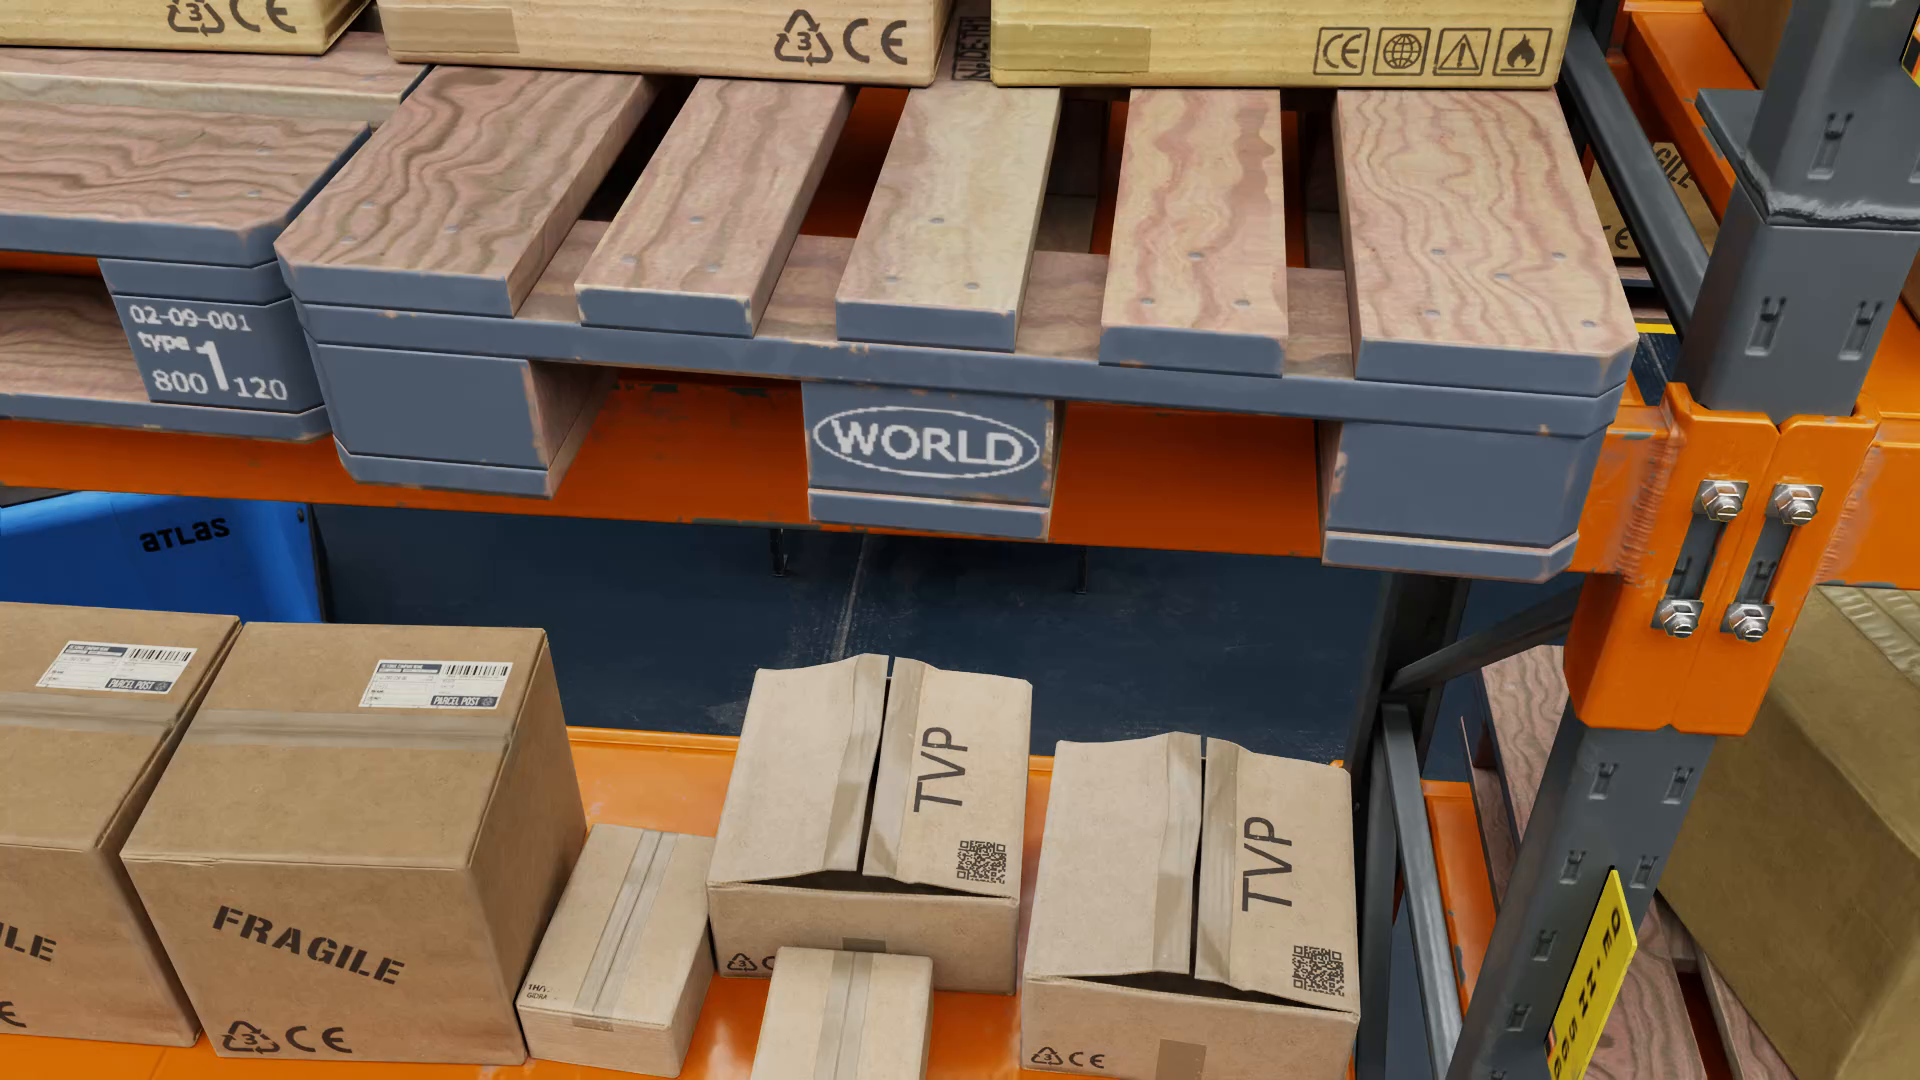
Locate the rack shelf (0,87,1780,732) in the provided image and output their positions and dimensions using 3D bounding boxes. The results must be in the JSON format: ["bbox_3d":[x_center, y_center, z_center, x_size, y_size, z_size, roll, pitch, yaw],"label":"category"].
[{"bbox_3d":[-1.256,-0.387,2.043,4.000,0.370,1.077,3,39,4],"label":"rack shelf"}]

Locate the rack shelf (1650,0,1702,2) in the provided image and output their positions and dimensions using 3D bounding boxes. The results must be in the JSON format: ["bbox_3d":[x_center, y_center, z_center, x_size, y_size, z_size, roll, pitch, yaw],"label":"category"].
[{"bbox_3d":[3.153,-2.121,6.550,4.000,0.370,1.077,3,39,4],"label":"rack shelf"}]

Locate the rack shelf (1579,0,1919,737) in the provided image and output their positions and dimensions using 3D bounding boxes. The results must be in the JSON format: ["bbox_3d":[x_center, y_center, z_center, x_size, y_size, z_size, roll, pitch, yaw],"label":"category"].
[{"bbox_3d":[2.729,-0.169,1.775,4.000,0.370,1.077,3,39,4],"label":"rack shelf"}]

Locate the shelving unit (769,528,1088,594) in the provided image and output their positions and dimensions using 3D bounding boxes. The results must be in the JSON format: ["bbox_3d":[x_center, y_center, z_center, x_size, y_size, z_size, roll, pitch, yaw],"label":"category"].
[{"bbox_3d":[-0.085,-0.586,5.282,1.048,1.500,0.538,3,39,4],"label":"shelving unit"}]

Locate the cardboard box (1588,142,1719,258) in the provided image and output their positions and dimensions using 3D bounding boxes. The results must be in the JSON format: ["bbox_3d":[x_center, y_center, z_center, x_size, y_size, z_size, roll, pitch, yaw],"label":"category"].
[{"bbox_3d":[2.754,-1.664,6.788,0.750,0.750,0.750,3,39,4],"label":"cardboard box"}]

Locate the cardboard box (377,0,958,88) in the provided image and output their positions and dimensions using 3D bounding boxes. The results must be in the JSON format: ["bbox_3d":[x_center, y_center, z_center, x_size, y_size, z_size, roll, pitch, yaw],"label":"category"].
[{"bbox_3d":[-0.244,-0.668,1.605,0.500,0.250,0.500,4,39,5],"label":"cardboard box"}]

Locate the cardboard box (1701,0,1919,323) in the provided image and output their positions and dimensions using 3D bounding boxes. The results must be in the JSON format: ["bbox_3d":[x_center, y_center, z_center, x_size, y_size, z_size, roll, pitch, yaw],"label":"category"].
[{"bbox_3d":[1.174,-0.593,1.647,0.500,0.500,0.910,3,39,4],"label":"cardboard box"}]

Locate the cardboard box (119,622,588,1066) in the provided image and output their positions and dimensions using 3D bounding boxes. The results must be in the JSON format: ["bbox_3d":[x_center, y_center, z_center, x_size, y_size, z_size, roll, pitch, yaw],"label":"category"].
[{"bbox_3d":[-0.937,0.487,2.697,0.500,0.500,0.500,1,39,1],"label":"cardboard box"}]

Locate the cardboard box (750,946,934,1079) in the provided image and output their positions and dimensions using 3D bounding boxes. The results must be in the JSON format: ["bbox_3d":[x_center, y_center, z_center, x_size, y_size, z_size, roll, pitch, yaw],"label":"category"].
[{"bbox_3d":[-0.183,0.829,2.555,0.250,0.149,0.380,3,39,4],"label":"cardboard box"}]

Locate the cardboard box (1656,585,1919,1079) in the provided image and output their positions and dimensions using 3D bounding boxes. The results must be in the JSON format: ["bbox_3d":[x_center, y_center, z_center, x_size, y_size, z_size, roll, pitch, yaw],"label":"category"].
[{"bbox_3d":[1.374,0.368,2.510,0.500,0.500,0.700,-9,40,-11],"label":"cardboard box"}]

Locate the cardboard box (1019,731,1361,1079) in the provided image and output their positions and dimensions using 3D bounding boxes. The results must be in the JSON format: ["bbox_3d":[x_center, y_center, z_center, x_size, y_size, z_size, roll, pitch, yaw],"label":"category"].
[{"bbox_3d":[0.378,0.594,2.715,0.500,0.311,0.500,5,39,7],"label":"cardboard box"}]

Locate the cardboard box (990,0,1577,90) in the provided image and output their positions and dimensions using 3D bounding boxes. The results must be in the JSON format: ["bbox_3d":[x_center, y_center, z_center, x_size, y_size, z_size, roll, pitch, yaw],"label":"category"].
[{"bbox_3d":[0.280,-0.651,1.583,0.500,0.250,0.500,0,39,1],"label":"cardboard box"}]

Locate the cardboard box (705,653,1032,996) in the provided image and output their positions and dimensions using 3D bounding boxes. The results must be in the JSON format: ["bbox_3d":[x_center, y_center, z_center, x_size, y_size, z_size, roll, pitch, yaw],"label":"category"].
[{"bbox_3d":[-0.138,0.471,2.866,0.500,0.311,0.500,3,39,3],"label":"cardboard box"}]

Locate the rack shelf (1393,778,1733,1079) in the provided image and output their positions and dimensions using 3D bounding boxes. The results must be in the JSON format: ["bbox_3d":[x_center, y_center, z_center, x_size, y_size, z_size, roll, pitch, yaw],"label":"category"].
[{"bbox_3d":[2.729,0.994,2.722,4.000,0.370,1.077,3,39,4],"label":"rack shelf"}]

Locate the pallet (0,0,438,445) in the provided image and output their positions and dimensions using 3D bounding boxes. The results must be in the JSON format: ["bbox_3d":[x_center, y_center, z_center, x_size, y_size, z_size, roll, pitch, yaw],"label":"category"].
[{"bbox_3d":[-1.062,-0.523,1.790,1.213,0.211,1.003,5,39,6],"label":"pallet"}]

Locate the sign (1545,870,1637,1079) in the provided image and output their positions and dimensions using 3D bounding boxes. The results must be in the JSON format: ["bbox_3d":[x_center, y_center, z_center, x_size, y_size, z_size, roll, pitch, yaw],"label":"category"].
[{"bbox_3d":[0.692,0.507,1.834,0.005,0.325,0.100,3,39,4],"label":"sign"}]

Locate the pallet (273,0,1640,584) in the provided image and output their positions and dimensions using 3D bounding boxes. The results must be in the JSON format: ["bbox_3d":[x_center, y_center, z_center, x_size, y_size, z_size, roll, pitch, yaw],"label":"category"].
[{"bbox_3d":[0.053,-0.464,1.718,1.003,0.211,1.213,5,39,6],"label":"pallet"}]

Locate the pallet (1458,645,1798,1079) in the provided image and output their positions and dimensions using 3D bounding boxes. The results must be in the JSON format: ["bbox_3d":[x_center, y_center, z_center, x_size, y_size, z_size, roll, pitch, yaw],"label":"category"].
[{"bbox_3d":[1.418,0.674,2.698,1.003,0.211,1.213,3,39,4],"label":"pallet"}]

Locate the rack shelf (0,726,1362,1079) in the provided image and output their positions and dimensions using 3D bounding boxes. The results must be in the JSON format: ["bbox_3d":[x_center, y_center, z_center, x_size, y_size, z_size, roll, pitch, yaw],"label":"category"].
[{"bbox_3d":[-1.256,0.777,2.990,4.000,0.370,1.077,3,39,4],"label":"rack shelf"}]

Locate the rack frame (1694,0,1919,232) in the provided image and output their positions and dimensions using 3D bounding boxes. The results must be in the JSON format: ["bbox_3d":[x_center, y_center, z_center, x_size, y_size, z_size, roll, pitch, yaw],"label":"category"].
[{"bbox_3d":[0.737,-1.720,0.735,0.127,3.000,1.000,3,39,4],"label":"rack frame"}]

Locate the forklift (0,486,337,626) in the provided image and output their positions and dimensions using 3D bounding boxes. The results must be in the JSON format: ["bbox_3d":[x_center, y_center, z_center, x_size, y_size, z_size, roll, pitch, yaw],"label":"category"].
[{"bbox_3d":[-3.389,-0.449,3.980,3.031,2.935,1.130,-14,41,-16],"label":"forklift"}]

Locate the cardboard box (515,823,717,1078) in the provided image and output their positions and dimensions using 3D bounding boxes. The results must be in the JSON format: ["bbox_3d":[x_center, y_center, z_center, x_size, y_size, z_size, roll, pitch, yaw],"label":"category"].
[{"bbox_3d":[-0.539,0.670,2.750,0.250,0.149,0.380,6,40,7],"label":"cardboard box"}]

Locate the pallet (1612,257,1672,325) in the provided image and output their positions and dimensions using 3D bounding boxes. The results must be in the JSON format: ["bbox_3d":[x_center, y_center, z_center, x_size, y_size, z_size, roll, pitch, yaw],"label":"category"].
[{"bbox_3d":[3.151,-1.269,7.142,1.213,0.211,1.003,3,39,4],"label":"pallet"}]

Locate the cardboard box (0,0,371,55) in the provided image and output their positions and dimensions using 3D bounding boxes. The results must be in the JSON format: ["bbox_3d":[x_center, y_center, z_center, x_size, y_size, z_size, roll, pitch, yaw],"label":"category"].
[{"bbox_3d":[-0.813,-0.706,1.652,0.500,0.250,0.500,2,39,3],"label":"cardboard box"}]

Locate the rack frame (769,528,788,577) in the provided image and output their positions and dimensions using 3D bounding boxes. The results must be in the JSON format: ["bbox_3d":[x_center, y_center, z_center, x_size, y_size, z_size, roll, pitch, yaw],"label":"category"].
[{"bbox_3d":[-0.591,-0.614,5.316,0.032,1.500,0.500,3,39,4],"label":"rack frame"}]

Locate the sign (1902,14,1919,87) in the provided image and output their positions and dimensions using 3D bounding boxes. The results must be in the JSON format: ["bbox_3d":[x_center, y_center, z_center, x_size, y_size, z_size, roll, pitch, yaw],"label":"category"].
[{"bbox_3d":[0.681,-0.439,1.065,0.005,0.325,0.100,3,39,4],"label":"sign"}]

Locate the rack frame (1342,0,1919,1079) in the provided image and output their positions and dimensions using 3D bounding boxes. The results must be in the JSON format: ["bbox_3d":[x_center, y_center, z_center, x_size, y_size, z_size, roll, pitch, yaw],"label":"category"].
[{"bbox_3d":[0.737,0.607,2.629,0.127,3.000,1.000,3,39,4],"label":"rack frame"}]

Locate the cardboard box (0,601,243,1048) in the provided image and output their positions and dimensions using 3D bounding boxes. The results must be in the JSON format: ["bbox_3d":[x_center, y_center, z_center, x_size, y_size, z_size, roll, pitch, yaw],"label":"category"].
[{"bbox_3d":[-1.461,0.458,2.732,0.500,0.500,0.500,3,39,4],"label":"cardboard box"}]

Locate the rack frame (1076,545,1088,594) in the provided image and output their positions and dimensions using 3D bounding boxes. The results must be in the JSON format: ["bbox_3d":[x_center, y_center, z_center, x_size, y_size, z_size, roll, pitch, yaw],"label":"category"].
[{"bbox_3d":[0.421,-0.559,5.248,0.032,1.500,0.500,3,39,4],"label":"rack frame"}]
